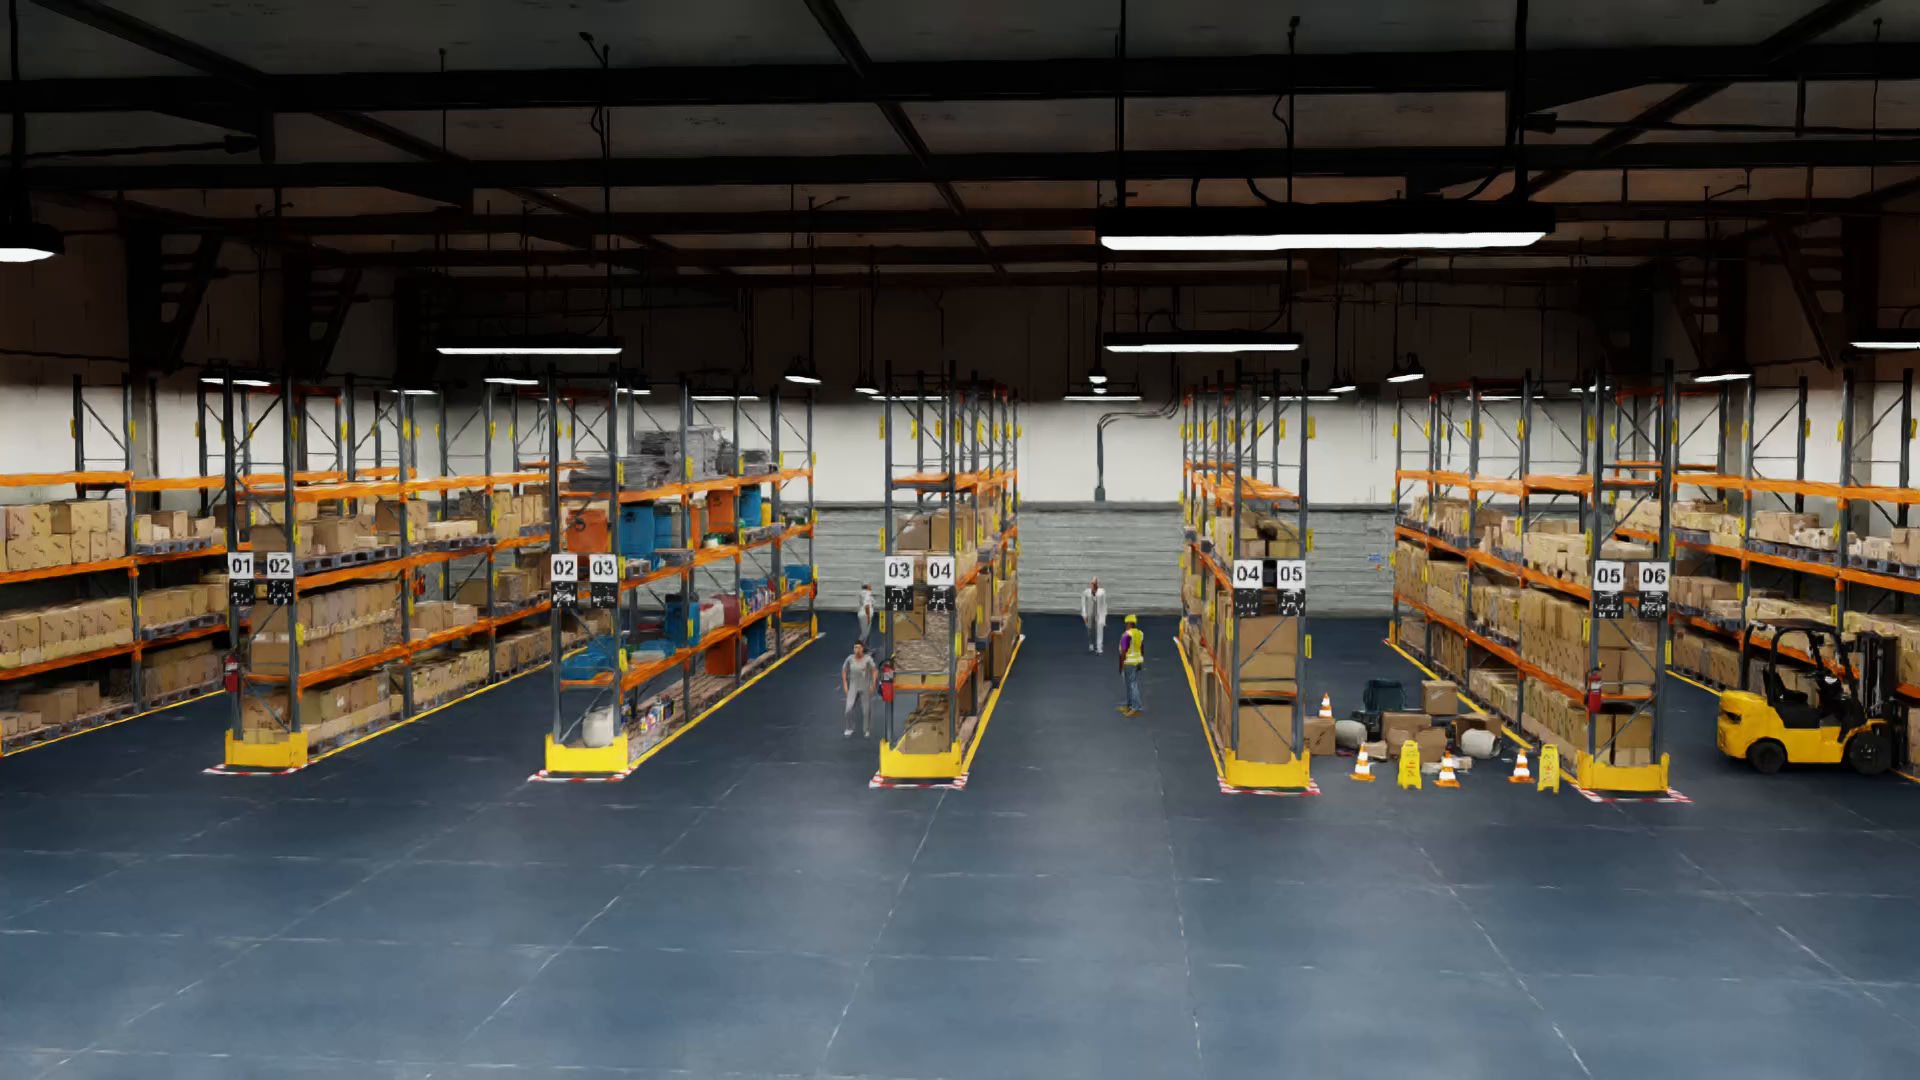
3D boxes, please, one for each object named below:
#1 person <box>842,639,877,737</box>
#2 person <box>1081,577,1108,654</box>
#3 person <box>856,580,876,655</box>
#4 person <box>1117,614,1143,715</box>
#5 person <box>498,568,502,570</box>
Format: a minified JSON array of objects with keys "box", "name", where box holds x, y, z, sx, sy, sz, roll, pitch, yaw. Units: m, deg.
[{"box":[-1.642,2.417,27.135,0.580,1.618,0.507,0,4,4],"name":"person"},{"box":[3.011,1.680,37.340,0.598,1.698,1.193,0,4,7],"name":"person"},{"box":[-2.068,1.720,37.103,0.463,1.672,0.578,-1,4,-14],"name":"person"},{"box":[2.990,2.178,29.337,0.581,1.763,0.671,2,4,31],"name":"person"},{"box":[-10.815,1.533,39.444,0.457,1.733,0.593,-2,4,-23],"name":"person"}]
